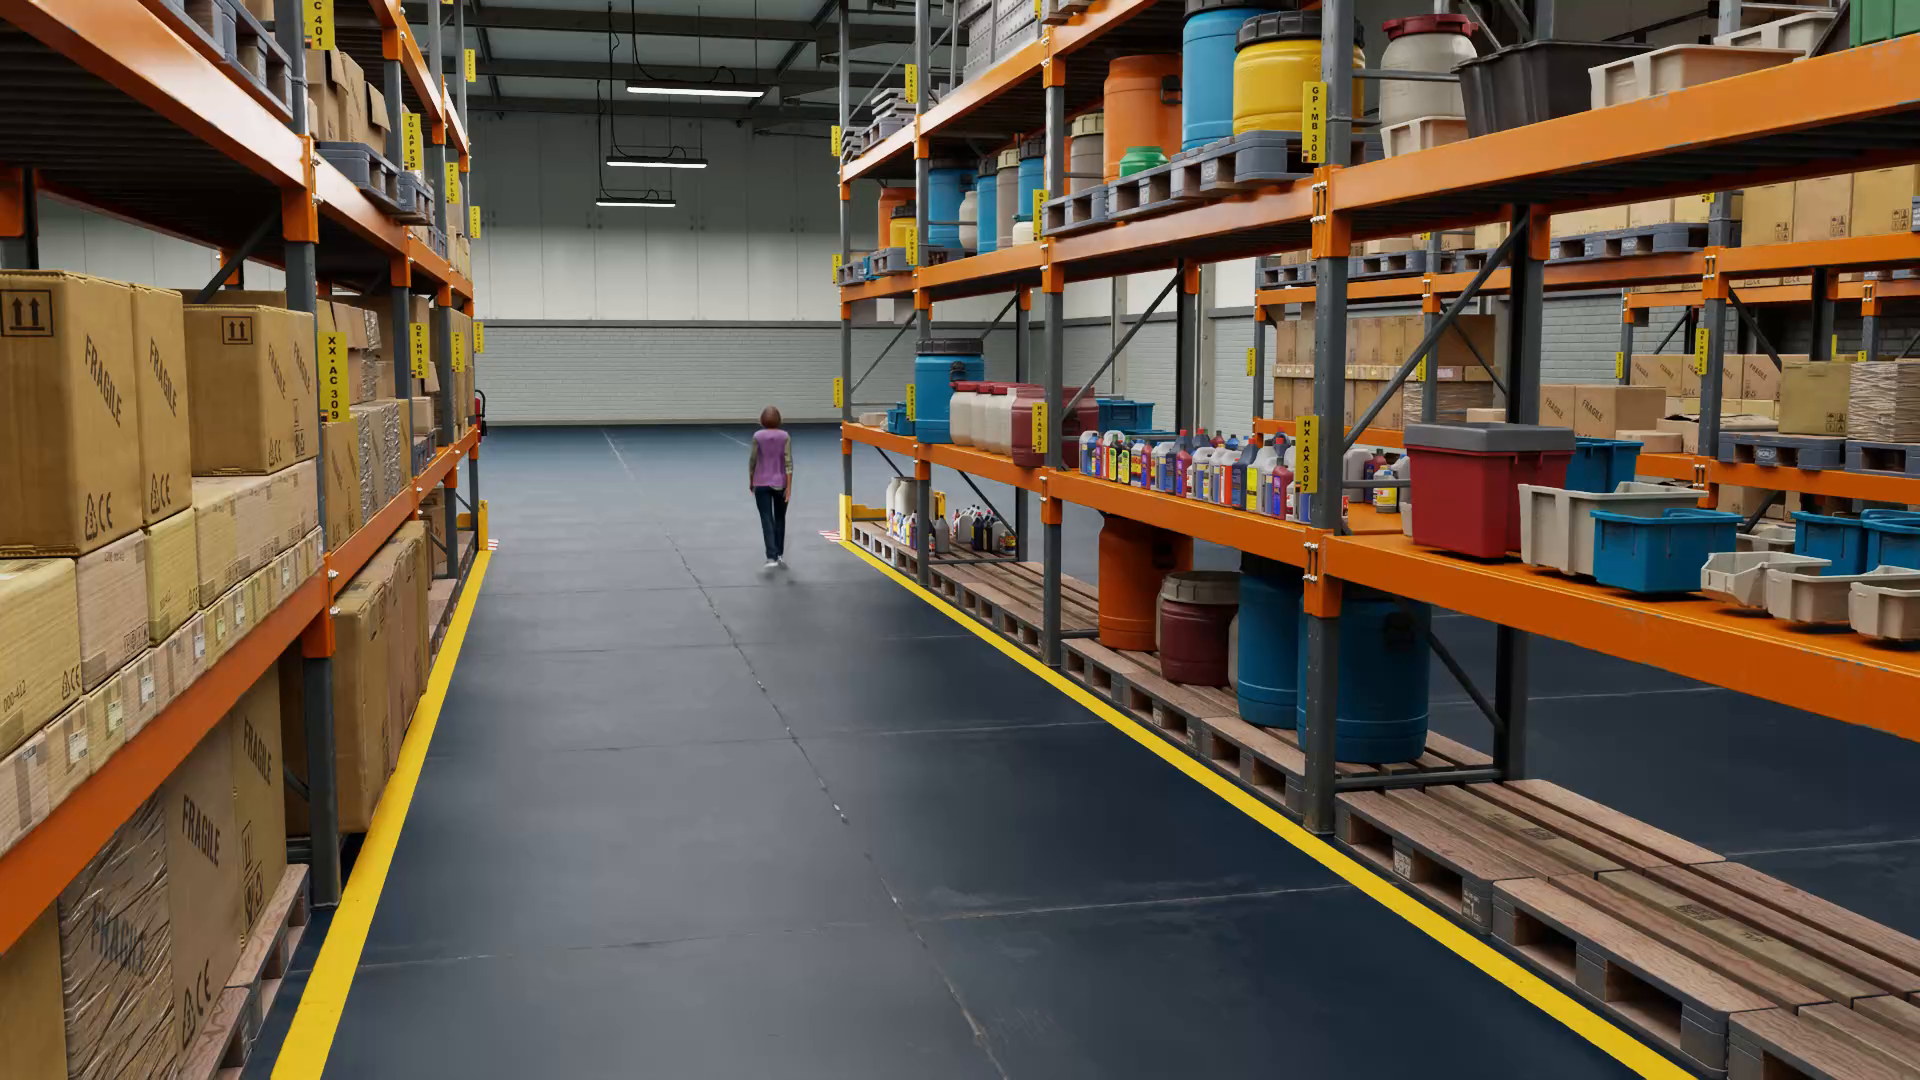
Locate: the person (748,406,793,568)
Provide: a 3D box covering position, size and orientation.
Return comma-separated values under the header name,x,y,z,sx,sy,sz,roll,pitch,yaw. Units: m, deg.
name,x,y,z,sx,sy,sz,roll,pitch,yaw
person,-1.832,-0.530,16.046,0.412,1.536,0.943,-2,7,-14
